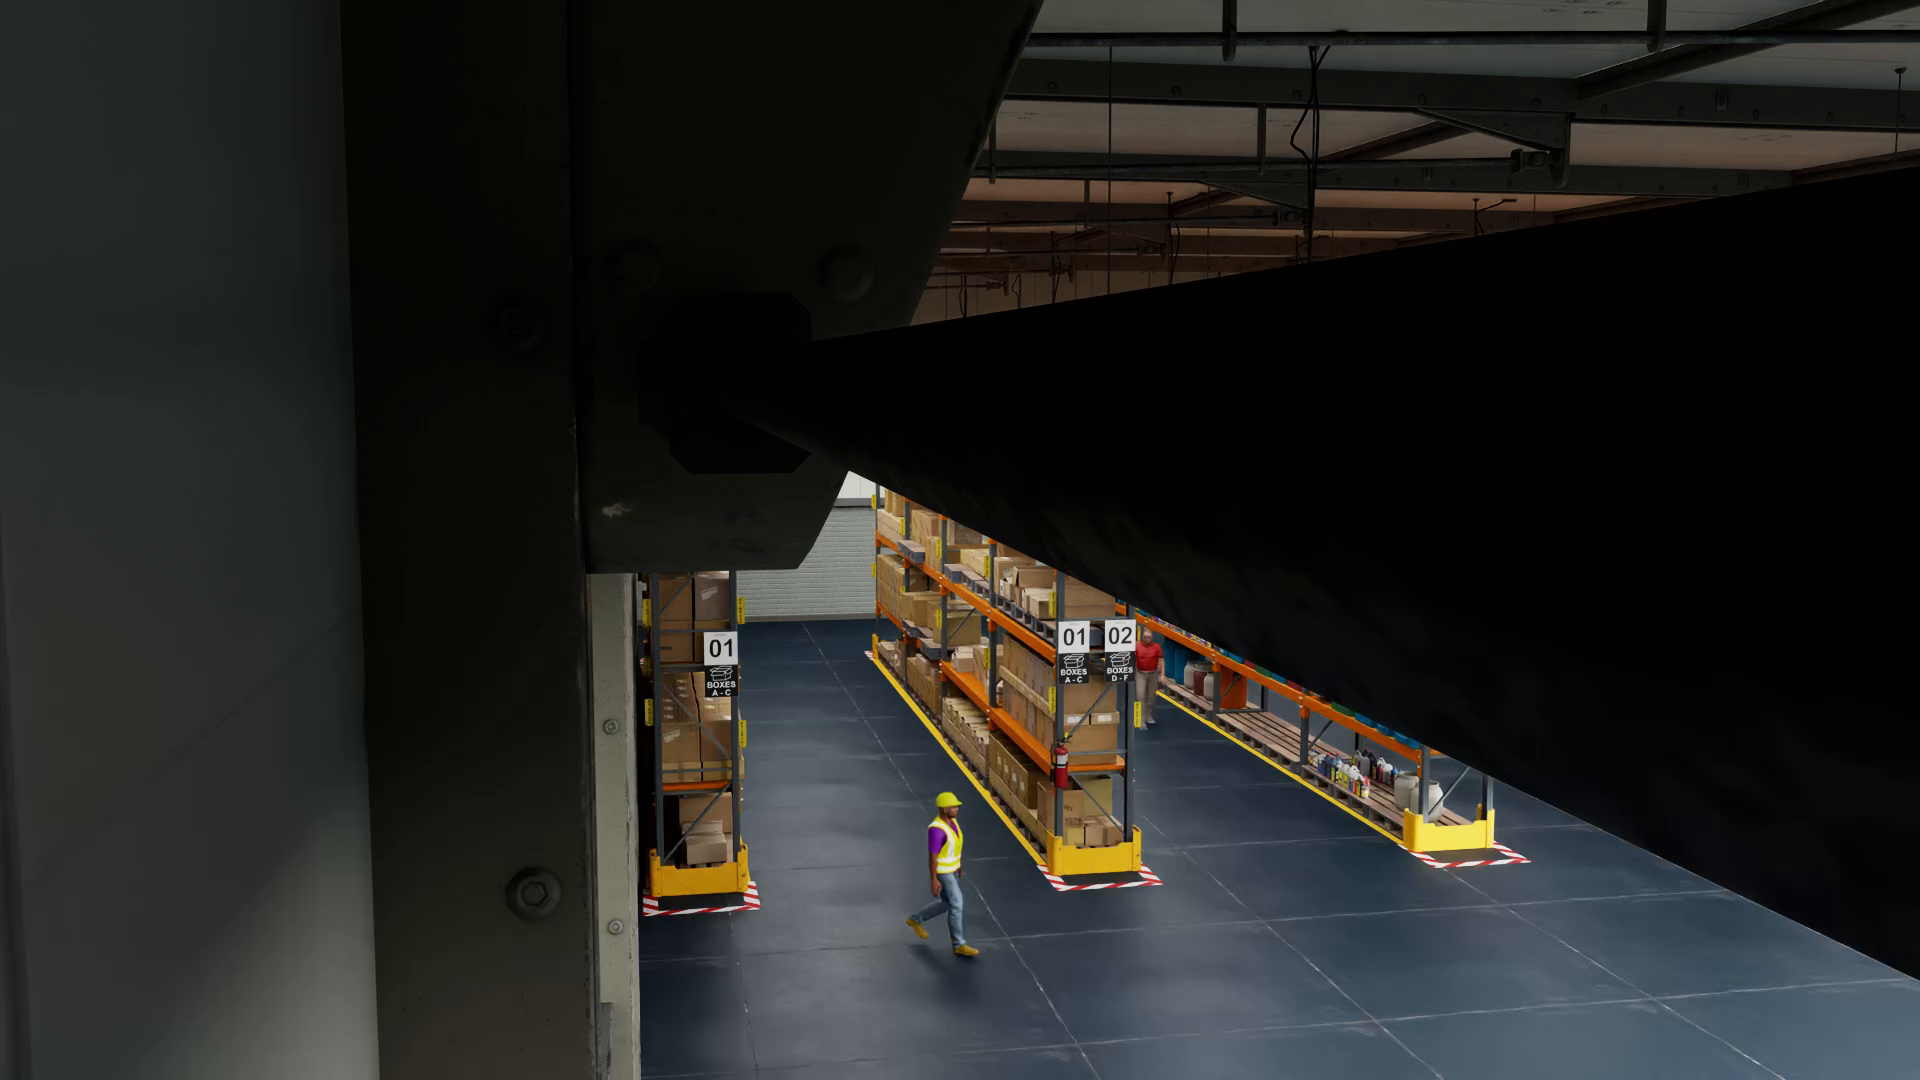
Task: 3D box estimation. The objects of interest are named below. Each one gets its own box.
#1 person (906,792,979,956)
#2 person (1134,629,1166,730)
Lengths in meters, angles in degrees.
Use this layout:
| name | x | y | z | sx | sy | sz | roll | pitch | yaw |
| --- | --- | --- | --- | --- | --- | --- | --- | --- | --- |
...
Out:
| name | x | y | z | sx | sy | sz | roll | pitch | yaw |
| --- | --- | --- | --- | --- | --- | --- | --- | --- | --- |
| person | -0.177 | 3.602 | 18.132 | 0.891 | 1.741 | 0.628 | 2 | 6 | 18 |
| person | 3.344 | 2.449 | 29.521 | 0.586 | 1.740 | 0.702 | 0 | 6 | -2 |
